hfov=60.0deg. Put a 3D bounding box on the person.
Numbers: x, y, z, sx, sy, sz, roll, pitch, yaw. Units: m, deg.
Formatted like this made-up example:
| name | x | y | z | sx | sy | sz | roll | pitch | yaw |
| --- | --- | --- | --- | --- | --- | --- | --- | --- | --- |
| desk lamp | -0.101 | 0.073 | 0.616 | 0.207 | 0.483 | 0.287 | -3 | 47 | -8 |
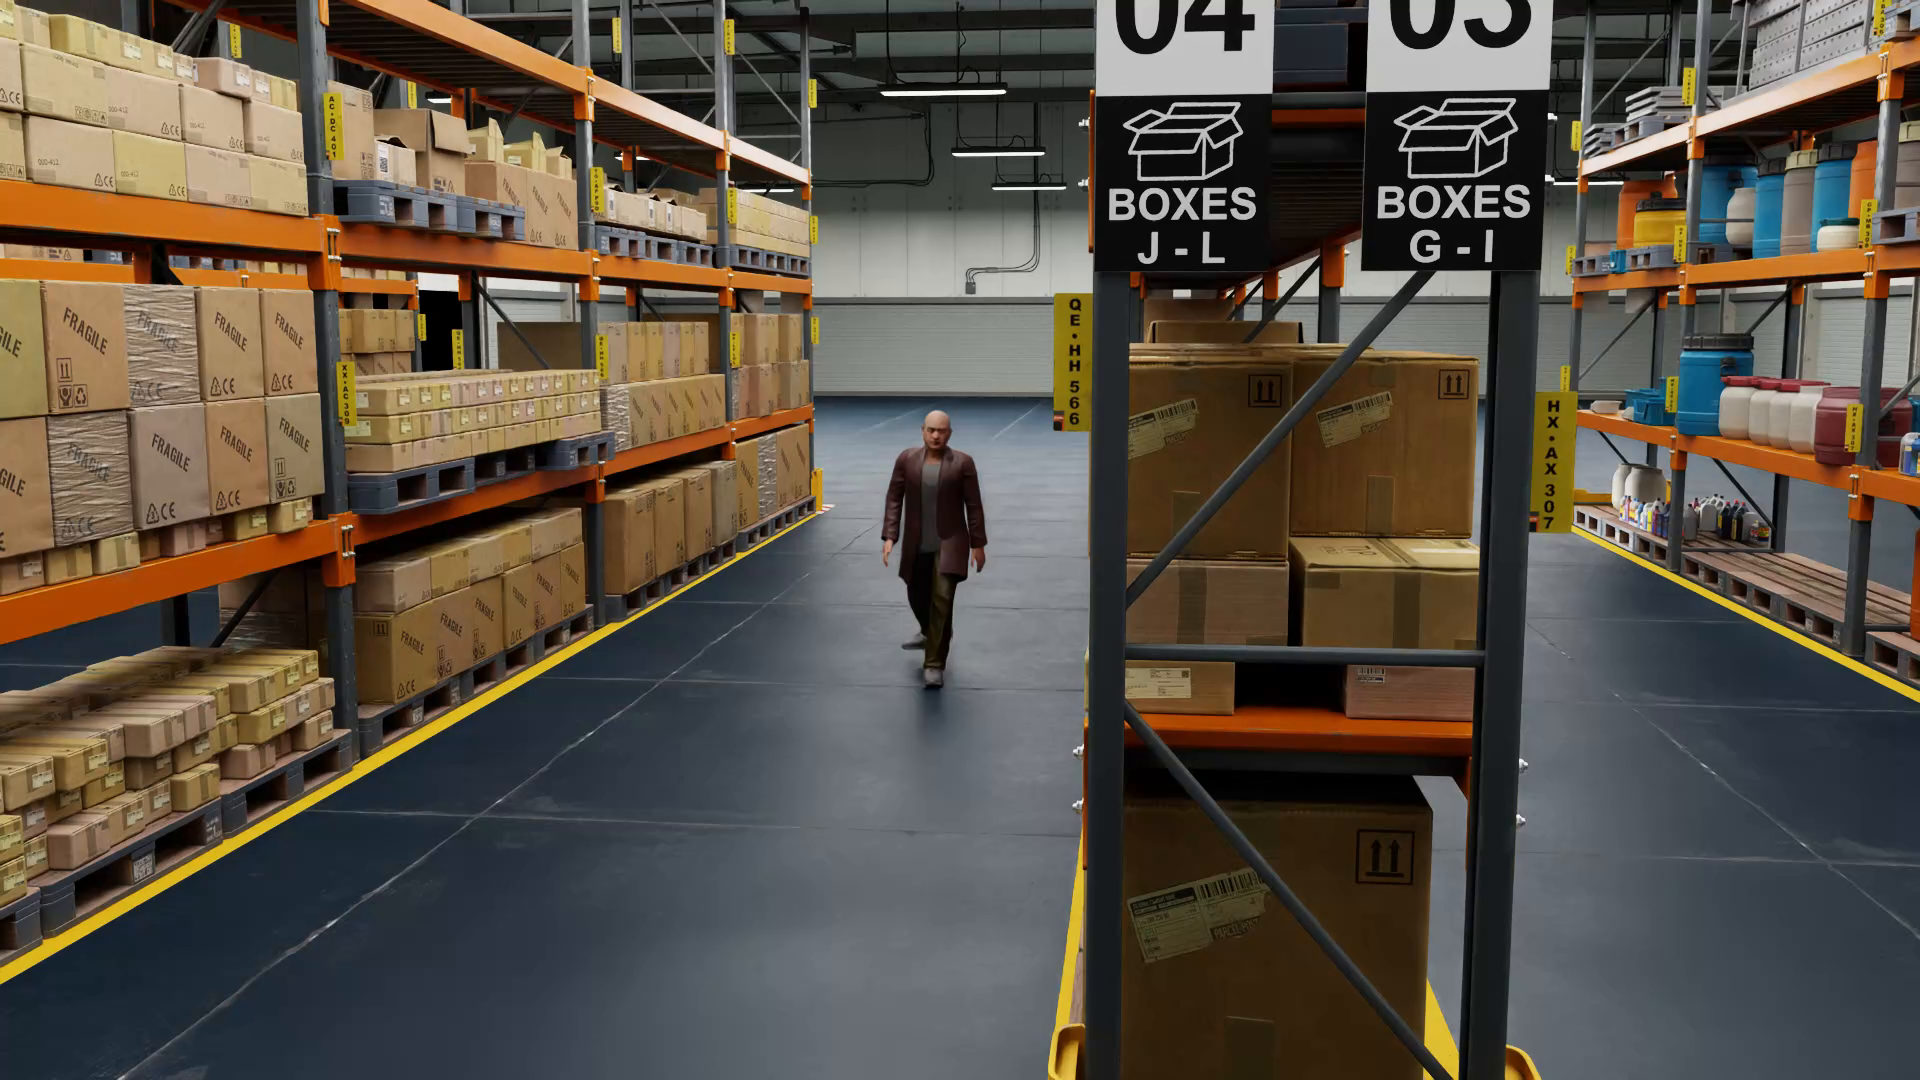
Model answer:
| name | x | y | z | sx | sy | sz | roll | pitch | yaw |
| --- | --- | --- | --- | --- | --- | --- | --- | --- | --- |
| person | -0.149 | 0.010 | 10.832 | 0.678 | 1.729 | 1.012 | 2 | 8 | 15 |
